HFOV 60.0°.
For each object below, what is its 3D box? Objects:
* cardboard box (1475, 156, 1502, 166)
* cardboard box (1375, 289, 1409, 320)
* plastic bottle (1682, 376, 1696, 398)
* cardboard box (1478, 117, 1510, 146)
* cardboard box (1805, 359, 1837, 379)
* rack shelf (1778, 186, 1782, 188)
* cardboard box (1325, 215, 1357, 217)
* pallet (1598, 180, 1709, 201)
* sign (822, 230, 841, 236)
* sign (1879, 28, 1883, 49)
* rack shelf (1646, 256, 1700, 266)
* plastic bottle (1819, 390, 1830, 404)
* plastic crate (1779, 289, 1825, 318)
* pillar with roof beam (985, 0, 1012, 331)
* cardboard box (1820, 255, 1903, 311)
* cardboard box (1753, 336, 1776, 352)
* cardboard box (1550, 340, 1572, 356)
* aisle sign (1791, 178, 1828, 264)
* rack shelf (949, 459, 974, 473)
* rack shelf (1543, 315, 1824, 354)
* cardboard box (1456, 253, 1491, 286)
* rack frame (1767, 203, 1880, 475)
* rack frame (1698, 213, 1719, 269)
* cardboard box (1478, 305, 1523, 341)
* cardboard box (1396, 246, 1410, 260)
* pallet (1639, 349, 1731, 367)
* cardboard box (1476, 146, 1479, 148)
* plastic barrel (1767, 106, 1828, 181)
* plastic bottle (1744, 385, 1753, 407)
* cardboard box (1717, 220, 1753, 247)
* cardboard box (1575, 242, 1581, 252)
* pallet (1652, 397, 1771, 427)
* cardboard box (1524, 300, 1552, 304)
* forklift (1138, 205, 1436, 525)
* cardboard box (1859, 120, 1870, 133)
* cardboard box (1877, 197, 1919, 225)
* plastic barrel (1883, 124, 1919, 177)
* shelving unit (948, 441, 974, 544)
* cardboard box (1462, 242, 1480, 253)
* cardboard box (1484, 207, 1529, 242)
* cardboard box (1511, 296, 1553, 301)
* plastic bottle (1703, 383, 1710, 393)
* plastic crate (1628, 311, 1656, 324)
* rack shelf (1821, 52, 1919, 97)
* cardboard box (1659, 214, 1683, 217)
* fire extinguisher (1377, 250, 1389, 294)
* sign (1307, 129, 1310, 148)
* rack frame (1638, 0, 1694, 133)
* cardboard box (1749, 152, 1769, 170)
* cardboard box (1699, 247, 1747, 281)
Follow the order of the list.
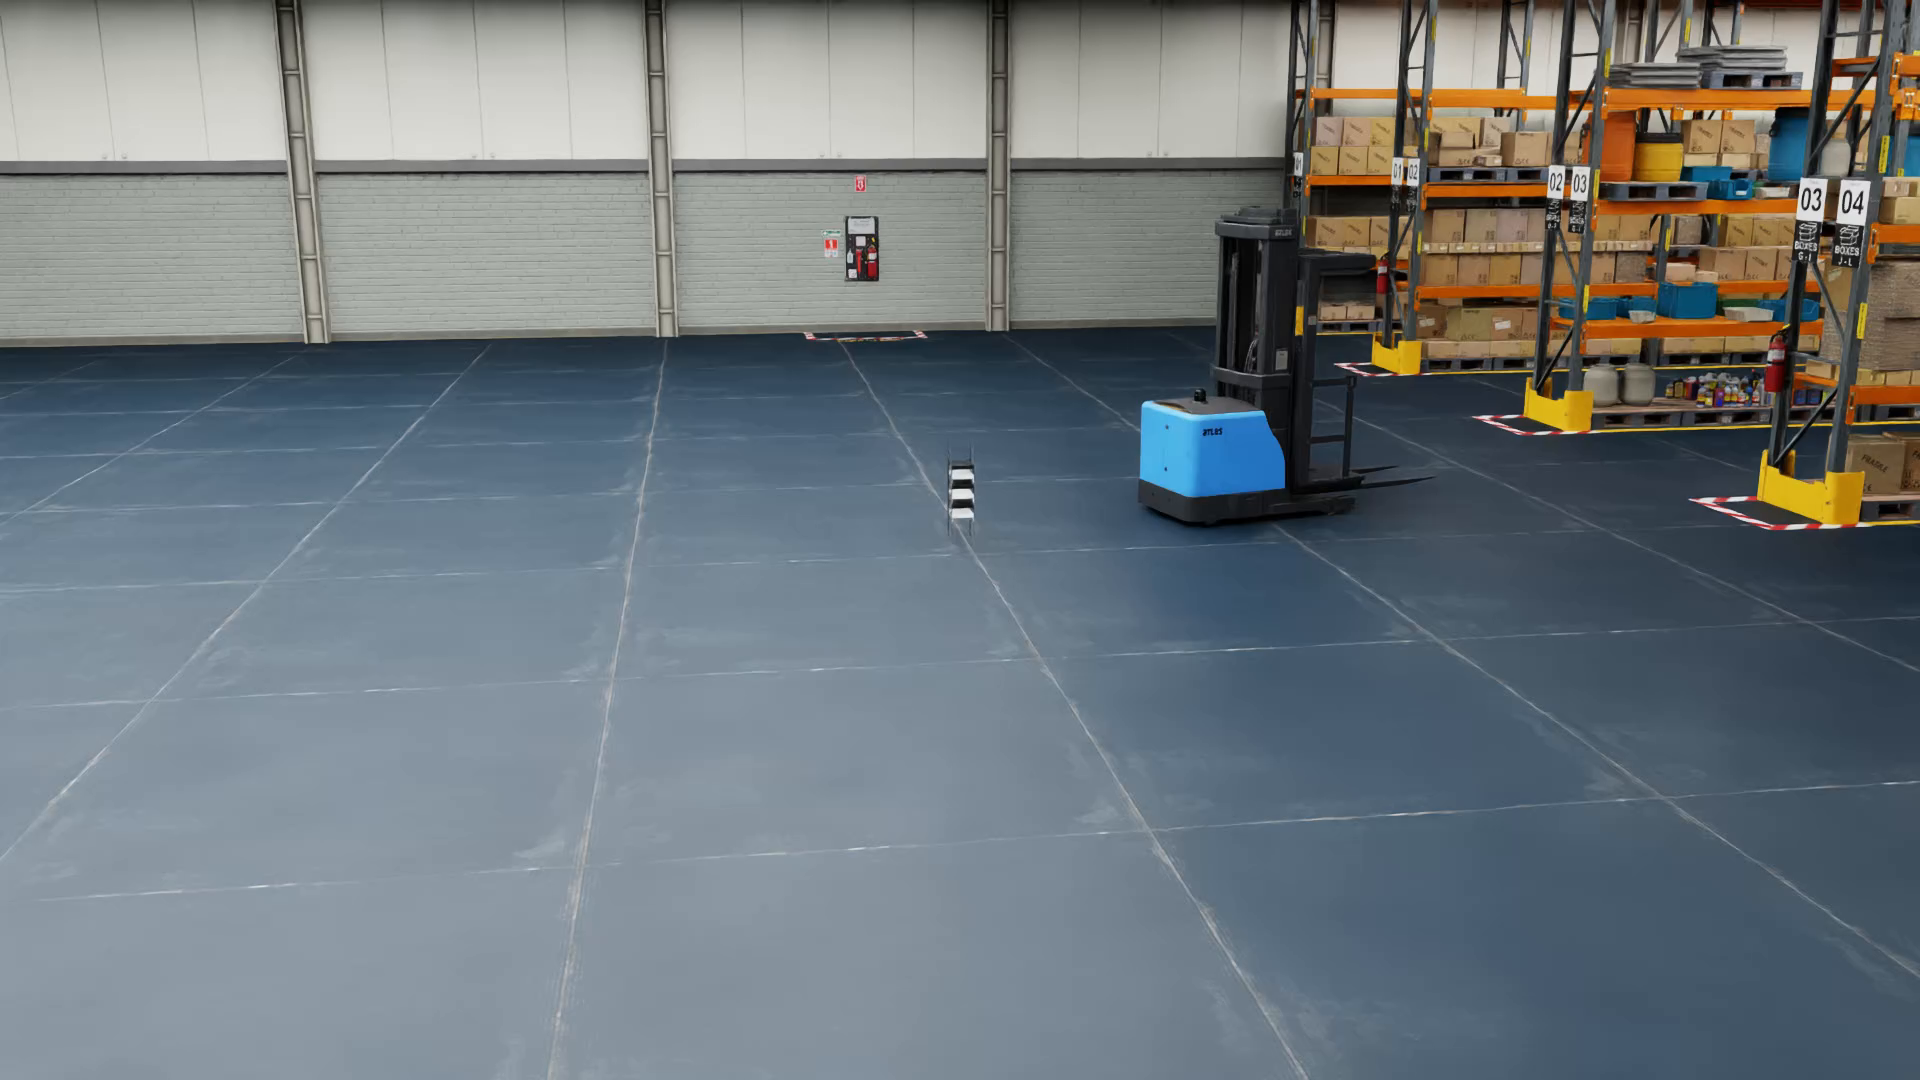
[{"bbox_3d":[7.987,-5.729,25.125,0.250,0.149,0.380,-2,14,-8],"label":"cardboard box"},{"bbox_3d":[8.050,-4.355,30.682,0.500,0.500,0.700,-3,14,-12],"label":"cardboard box"},{"bbox_3d":[9.536,-1.999,21.749,0.135,0.276,0.152,-2,14,-8],"label":"plastic bottle"},{"bbox_3d":[9.556,-7.375,30.022,0.500,0.500,0.500,-3,14,-13],"label":"cardboard box"},{"bbox_3d":[8.521,-1.679,16.294,0.250,0.149,0.380,-2,14,-8],"label":"cardboard box"},{"bbox_3d":[12.731,-5.447,26.116,4.000,0.370,1.077,-2,14,-8],"label":"rack shelf"},{"bbox_3d":[6.990,-5.700,30.537,0.500,0.500,0.500,-2,14,-8],"label":"cardboard box"},{"bbox_3d":[8.364,-4.302,20.459,1.213,0.211,1.003,-2,14,-8],"label":"pallet"},{"bbox_3d":[-2.319,-5.528,29.963,0.331,0.109,0.001,-2,14,-8],"label":"sign"},{"bbox_3d":[14.618,-7.945,26.349,0.005,0.325,0.100,-2,14,-8],"label":"sign"},{"bbox_3d":[11.989,-5.184,31.232,4.000,0.370,1.077,-2,14,-8],"label":"rack shelf"},{"bbox_3d":[11.061,-1.876,21.244,0.133,0.283,0.061,-1,14,-5],"label":"plastic bottle"},{"bbox_3d":[10.951,-3.059,21.407,0.504,0.338,0.767,-2,14,-8],"label":"plastic crate"},{"bbox_3d":[1.328,-7.205,25.482,0.400,9.000,9.100,-2,14,-8],"label":"pillar with roof beam"},{"bbox_3d":[8.777,-2.498,16.171,0.500,0.500,0.500,-2,14,-8],"label":"cardboard box"},{"bbox_3d":[12.709,-3.150,26.431,0.500,0.250,0.500,-2,14,-7],"label":"cardboard box"},{"bbox_3d":[9.339,-3.032,25.962,0.500,0.250,0.500,-2,14,-8],"label":"cardboard box"},{"bbox_3d":[8.164,-3.072,15.987,0.004,0.787,0.394,-2,14,-8],"label":"aisle sign"},{"bbox_3d":[0.008,-0.666,15.084,0.200,0.077,0.258,-2,14,-8],"label":"rack shelf"},{"bbox_3d":[9.509,-2.656,21.152,4.000,0.370,1.077,-2,14,-8],"label":"rack shelf"},{"bbox_3d":[7.780,-4.206,25.650,0.500,0.500,0.700,-2,14,-7],"label":"cardboard box"},{"bbox_3d":[8.270,-1.741,16.025,0.127,3.000,1.000,-2,14,-8],"label":"rack frame"},{"bbox_3d":[13.967,-5.605,31.433,0.127,3.000,1.000,-2,14,-8],"label":"rack frame"},{"bbox_3d":[8.348,-3.363,25.742,0.500,0.500,0.500,-2,14,-8],"label":"cardboard box"},{"bbox_3d":[8.102,-5.250,30.287,0.500,0.250,0.500,-2,14,-8],"label":"cardboard box"},{"bbox_3d":[11.476,-2.952,26.588,1.213,0.211,1.003,-2,14,-8],"label":"pallet"},{"bbox_3d":[9.047,-6.880,30.105,0.500,0.500,0.500,-3,14,-13],"label":"cardboard box"},{"bbox_3d":[10.487,-4.969,20.835,0.708,0.901,0.600,-2,14,-8],"label":"plastic barrel"},{"bbox_3d":[10.009,-1.836,21.110,0.097,0.271,0.097,0,14,0],"label":"plastic bottle"},{"bbox_3d":[14.485,-5.764,31.207,0.500,0.500,0.500,-2,14,-7],"label":"cardboard box"},{"bbox_3d":[9.509,-4.534,25.624,0.250,0.149,0.380,-2,14,-9],"label":"cardboard box"},{"bbox_3d":[9.608,-1.665,21.456,1.213,0.211,1.003,-2,14,-8],"label":"pallet"},{"bbox_3d":[9.259,-3.525,26.385,0.500,0.500,0.500,-2,14,-8],"label":"cardboard box"},{"bbox_3d":[3.325,-1.776,16.307,3.031,2.935,1.130,-6,15,-23],"label":"forklift"},{"bbox_3d":[17.032,-7.830,31.488,0.500,0.250,0.500,-1,14,-4],"label":"cardboard box"},{"bbox_3d":[8.785,-3.078,15.500,0.500,0.250,0.500,-2,14,-7],"label":"cardboard box"},{"bbox_3d":[11.958,-4.846,21.209,0.708,0.901,0.600,-2,14,-8],"label":"plastic barrel"},{"bbox_3d":[0.008,-0.437,15.142,0.210,0.900,0.258,-2,14,-8],"label":"shelving unit"},{"bbox_3d":[7.725,-4.468,25.361,0.250,0.149,0.380,-2,14,-8],"label":"cardboard box"},{"bbox_3d":[8.331,-4.856,25.574,0.500,0.500,0.700,-2,14,-8],"label":"cardboard box"},{"bbox_3d":[10.737,-4.492,31.228,0.500,0.500,0.700,-2,14,-6],"label":"cardboard box"},{"bbox_3d":[9.710,-1.938,21.661,0.097,0.201,0.097,0,14,0],"label":"plastic bottle"},{"bbox_3d":[8.465,-2.759,20.628,0.250,0.136,0.298,-2,14,-8],"label":"plastic crate"},{"bbox_3d":[10.247,-4.373,15.672,4.000,0.370,1.077,-2,14,-8],"label":"rack shelf"},{"bbox_3d":[13.314,-6.147,31.149,0.250,0.149,0.380,-5,15,-18],"label":"cardboard box"},{"bbox_3d":[6.611,-4.194,25.965,0.183,0.674,0.296,-2,14,-8],"label":"fire extinguisher"},{"bbox_3d":[6.137,-7.064,29.286,0.005,0.325,0.100,-2,14,-8],"label":"sign"},{"bbox_3d":[10.753,-7.179,25.375,0.127,3.000,1.000,-2,14,-8],"label":"rack frame"},{"bbox_3d":[12.653,-5.909,25.924,0.500,0.250,0.500,-3,14,-13],"label":"cardboard box"},{"bbox_3d":[12.036,-4.360,26.264,0.500,0.500,0.500,-1,14,-4],"label":"cardboard box"}]
